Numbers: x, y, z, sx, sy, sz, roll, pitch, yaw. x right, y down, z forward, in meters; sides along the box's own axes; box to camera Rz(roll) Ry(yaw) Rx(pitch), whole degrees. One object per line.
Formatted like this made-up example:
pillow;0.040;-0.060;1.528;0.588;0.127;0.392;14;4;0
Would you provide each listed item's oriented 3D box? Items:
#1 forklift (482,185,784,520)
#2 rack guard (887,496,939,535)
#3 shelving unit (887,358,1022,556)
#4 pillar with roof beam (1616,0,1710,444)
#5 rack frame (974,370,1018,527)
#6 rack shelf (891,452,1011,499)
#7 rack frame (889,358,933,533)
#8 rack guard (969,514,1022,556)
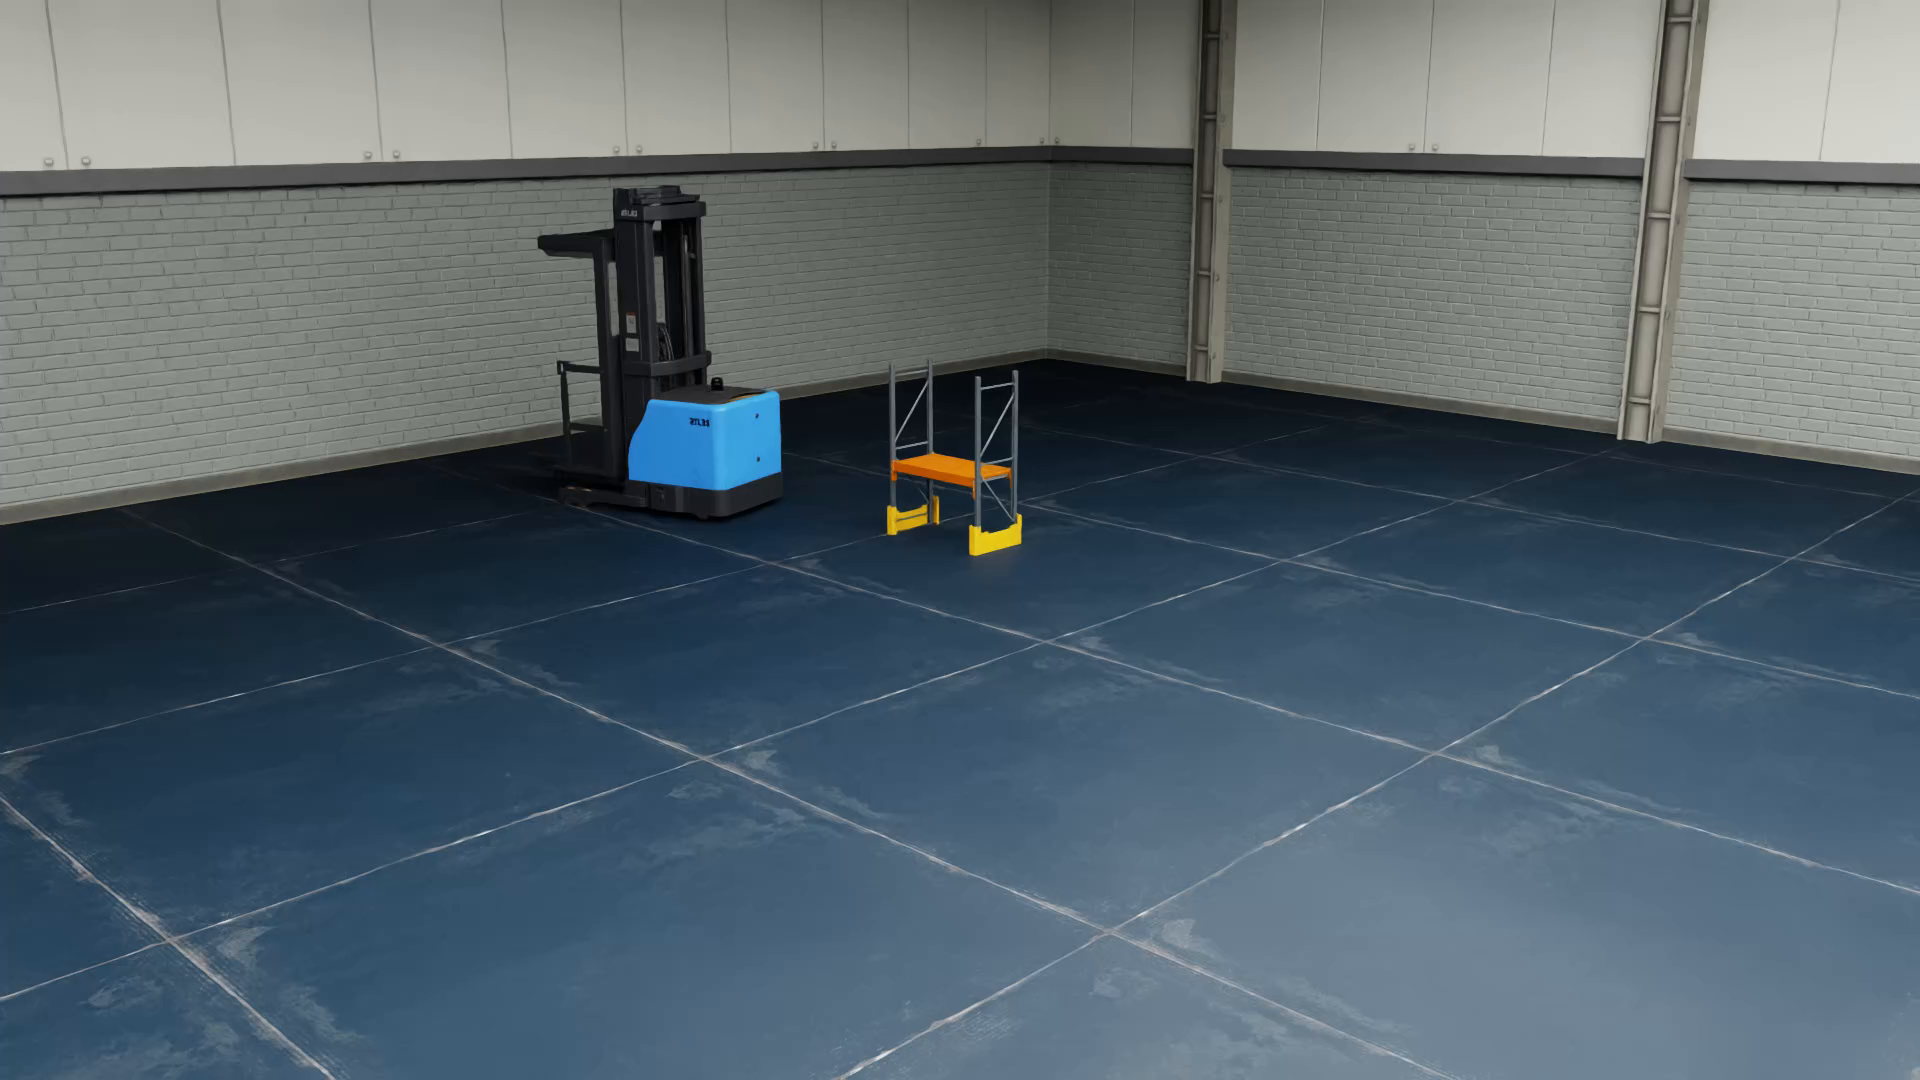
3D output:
forklift;-3.219;-1.842;15.688;3.031;2.935;1.130;7;16;27
rack guard;-0.413;-0.221;14.786;0.087;0.250;0.587;14;20;42
shelving unit;-0.055;-0.739;14.294;1.083;1.500;0.587;14;20;42
pillar with roof beam;4.680;-4.704;14.639;0.400;9.000;9.100;14;20;42
rack frame;0.305;-0.652;13.959;0.032;1.500;0.500;14;20;42
rack shelf;-0.061;-0.567;14.346;1.000;0.185;0.538;14;20;42
rack frame;-0.427;-0.830;14.642;0.032;1.500;0.500;14;20;42
rack guard;0.304;-0.047;14.117;0.087;0.250;0.587;14;20;42
